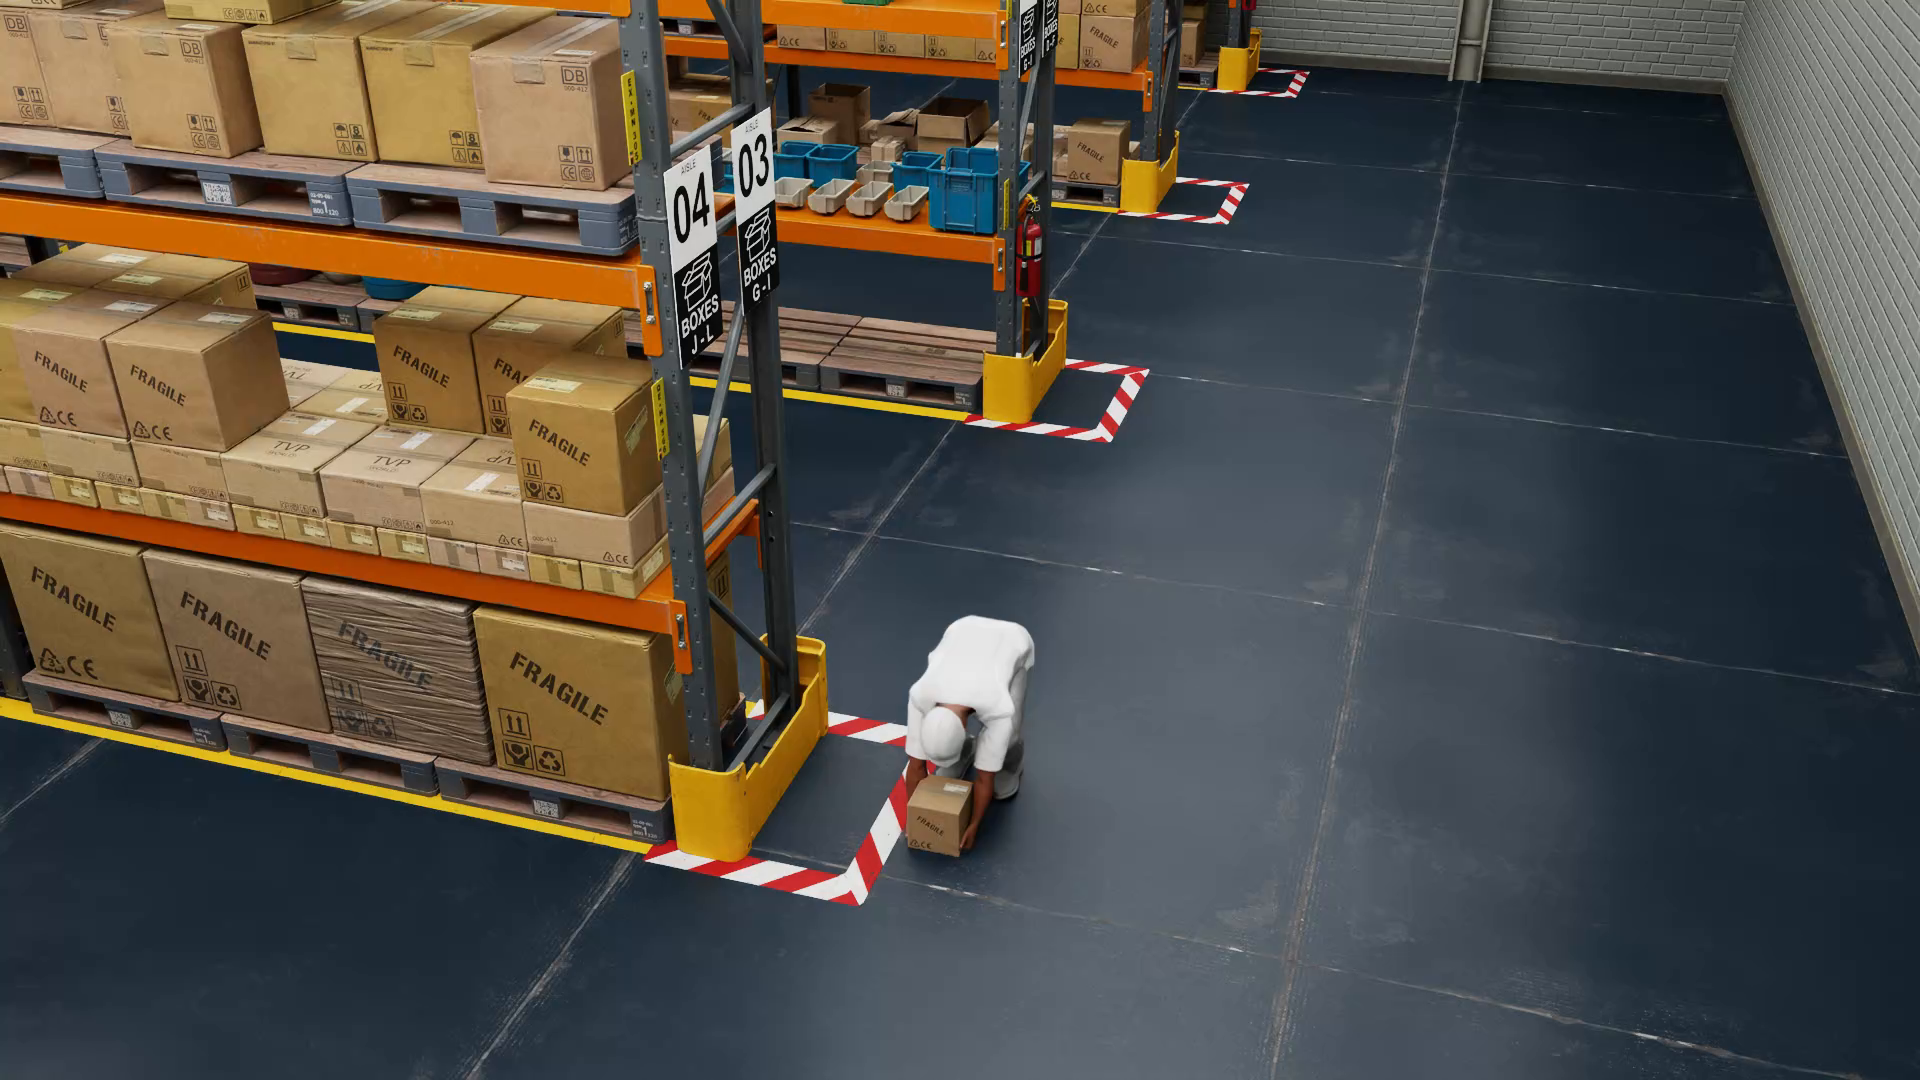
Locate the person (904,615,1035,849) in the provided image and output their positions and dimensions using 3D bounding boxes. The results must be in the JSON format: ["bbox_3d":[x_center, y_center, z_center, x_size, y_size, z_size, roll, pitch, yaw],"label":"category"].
[{"bbox_3d":[0.049,0.885,7.845,0.513,0.874,0.980,10,31,18],"label":"person"}]
